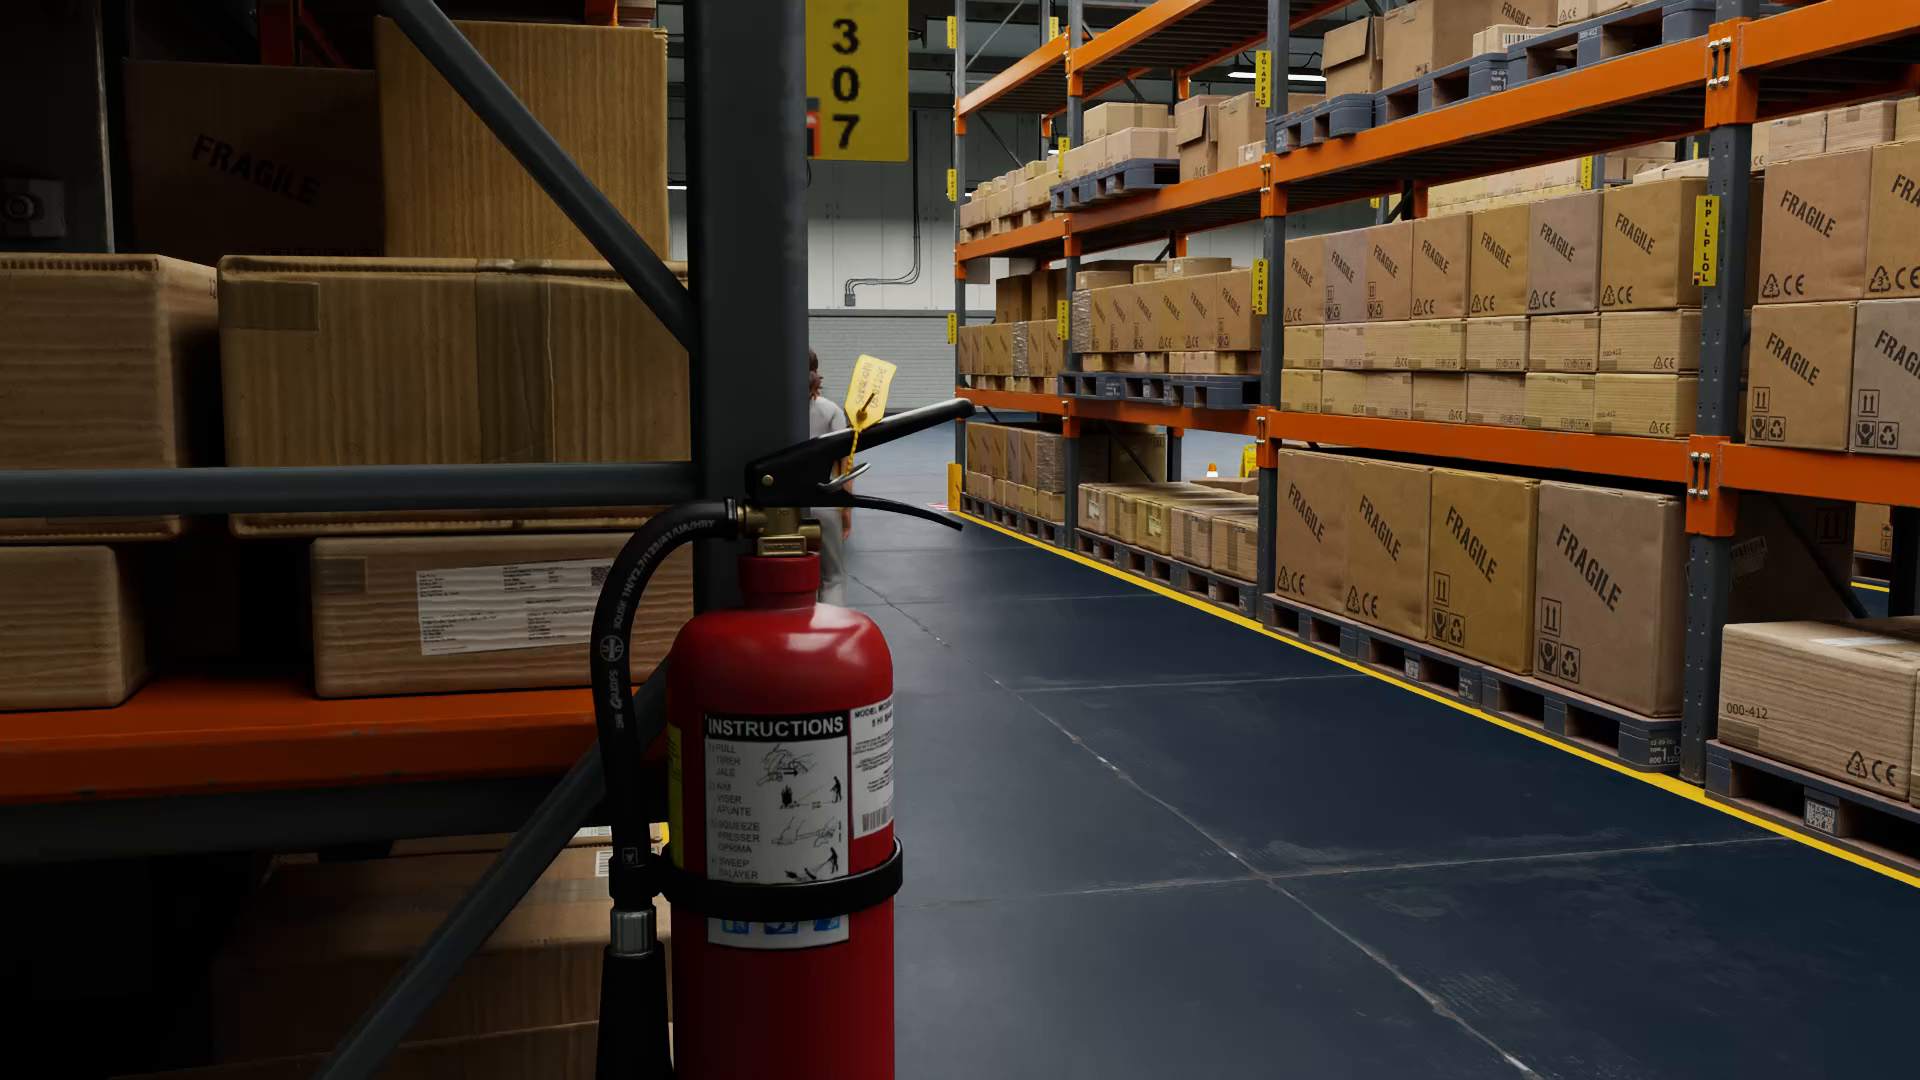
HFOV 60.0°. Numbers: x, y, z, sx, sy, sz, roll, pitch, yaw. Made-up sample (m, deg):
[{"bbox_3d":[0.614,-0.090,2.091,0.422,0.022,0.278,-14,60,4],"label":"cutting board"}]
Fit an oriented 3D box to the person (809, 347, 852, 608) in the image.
[{"bbox_3d":[-0.784,-0.097,8.101,0.509,1.717,0.423,-1,6,-13],"label":"person"}]
